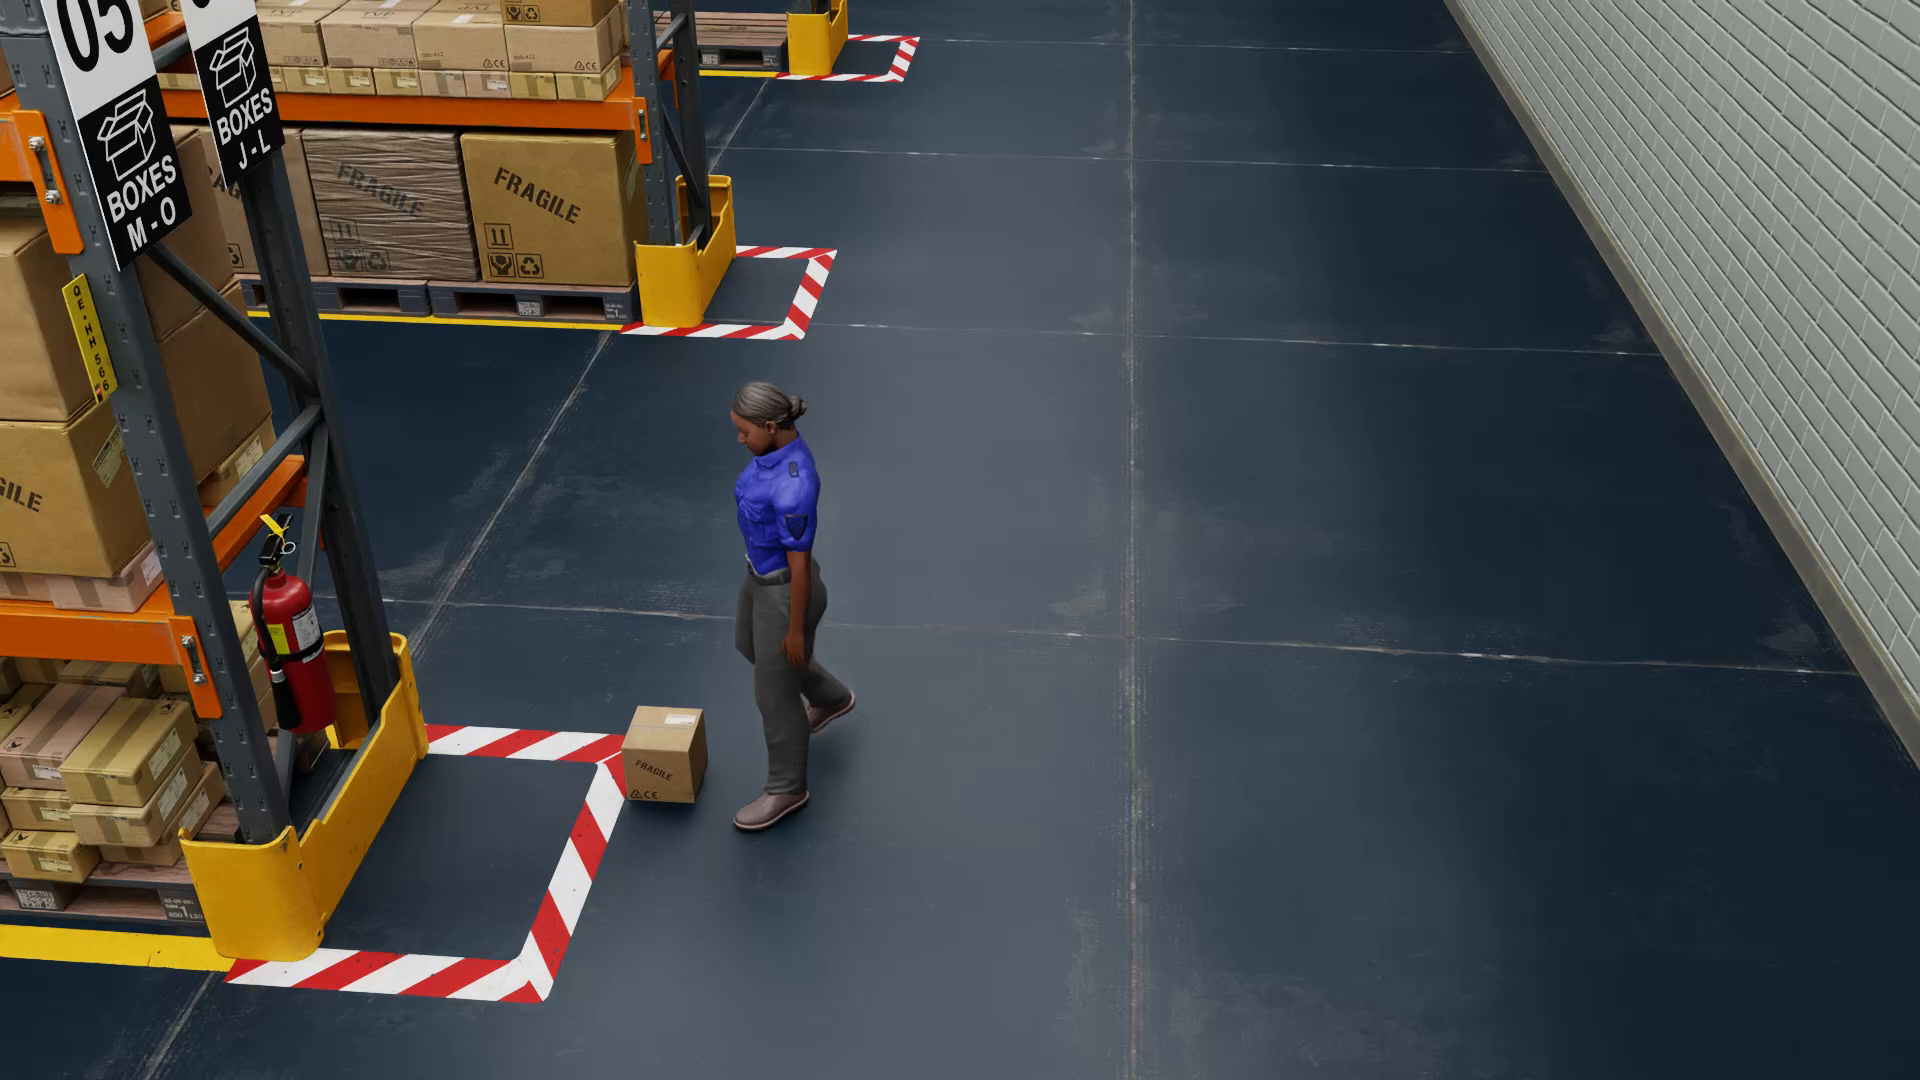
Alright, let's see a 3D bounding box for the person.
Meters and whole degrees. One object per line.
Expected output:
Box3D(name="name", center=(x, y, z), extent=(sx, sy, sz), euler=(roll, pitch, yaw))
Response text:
Box3D(name="person", center=(-0.611, 0.192, 5.825), extent=(0.523, 1.654, 0.541), euler=(-7, 33, -11))
